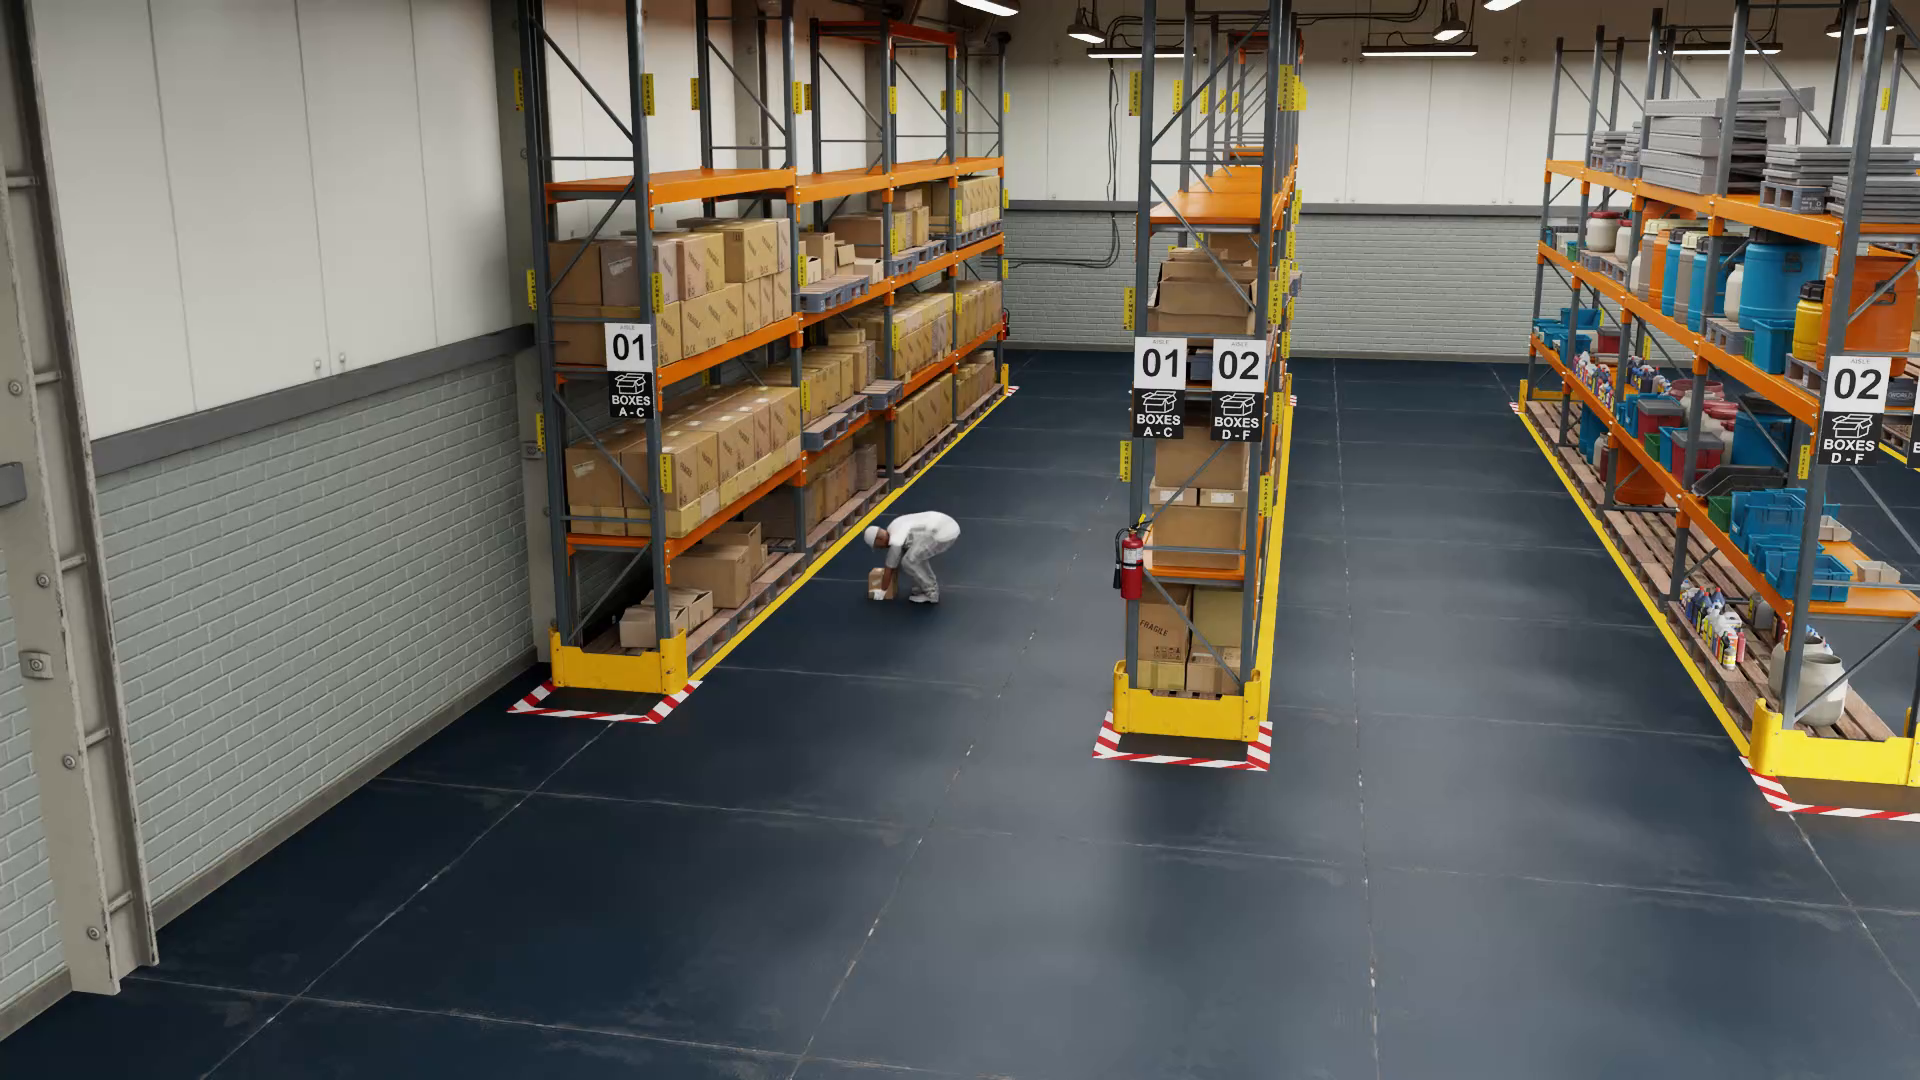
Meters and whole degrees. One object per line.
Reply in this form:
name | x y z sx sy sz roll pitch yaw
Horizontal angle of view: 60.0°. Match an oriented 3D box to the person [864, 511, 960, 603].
person | -0.499 0.165 17.105 0.987 0.917 0.522 2 15 9
